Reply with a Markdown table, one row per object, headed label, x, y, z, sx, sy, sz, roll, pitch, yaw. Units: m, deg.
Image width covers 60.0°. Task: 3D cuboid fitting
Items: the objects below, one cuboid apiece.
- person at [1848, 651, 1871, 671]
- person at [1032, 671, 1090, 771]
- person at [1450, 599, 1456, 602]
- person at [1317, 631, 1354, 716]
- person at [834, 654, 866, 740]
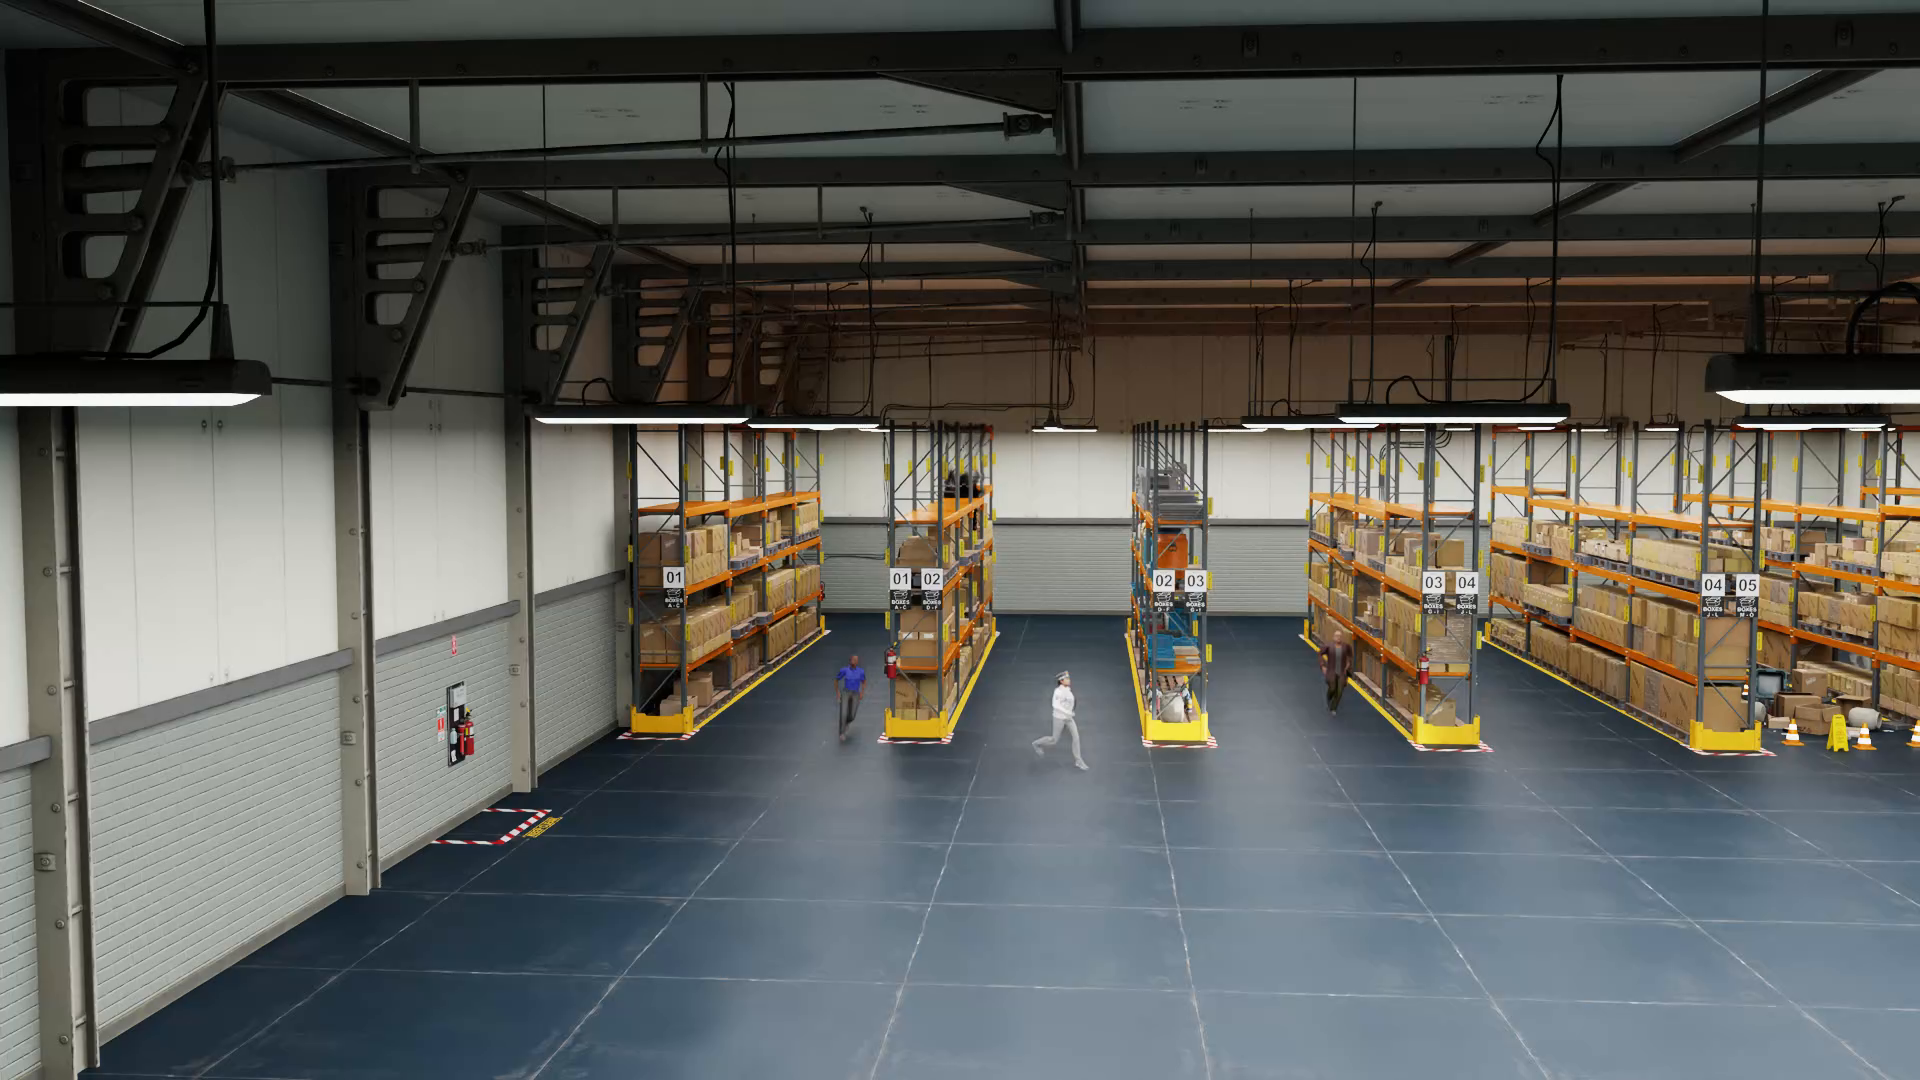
| label | x | y | z | sx | sy | sz | roll | pitch | yaw |
| --- | --- | --- | --- | --- | --- | --- | --- | --- | --- |
| person | 21.478 | 2.325 | 39.689 | 0.656 | 1.828 | 0.705 | 0 | 4 | 1 |
| person | 1.737 | 3.086 | 28.614 | 1.081 | 1.700 | 0.586 | 3 | 5 | 37 |
| person | 13.443 | 1.994 | 44.972 | 0.667 | 1.785 | 0.946 | 0 | 4 | 4 |
| person | 7.672 | 2.716 | 33.883 | 0.723 | 1.734 | 0.616 | 0 | 4 | 0 |
| person | -2.082 | 3.000 | 31.421 | 0.602 | 1.524 | 0.548 | -1 | 4 | -10 |
